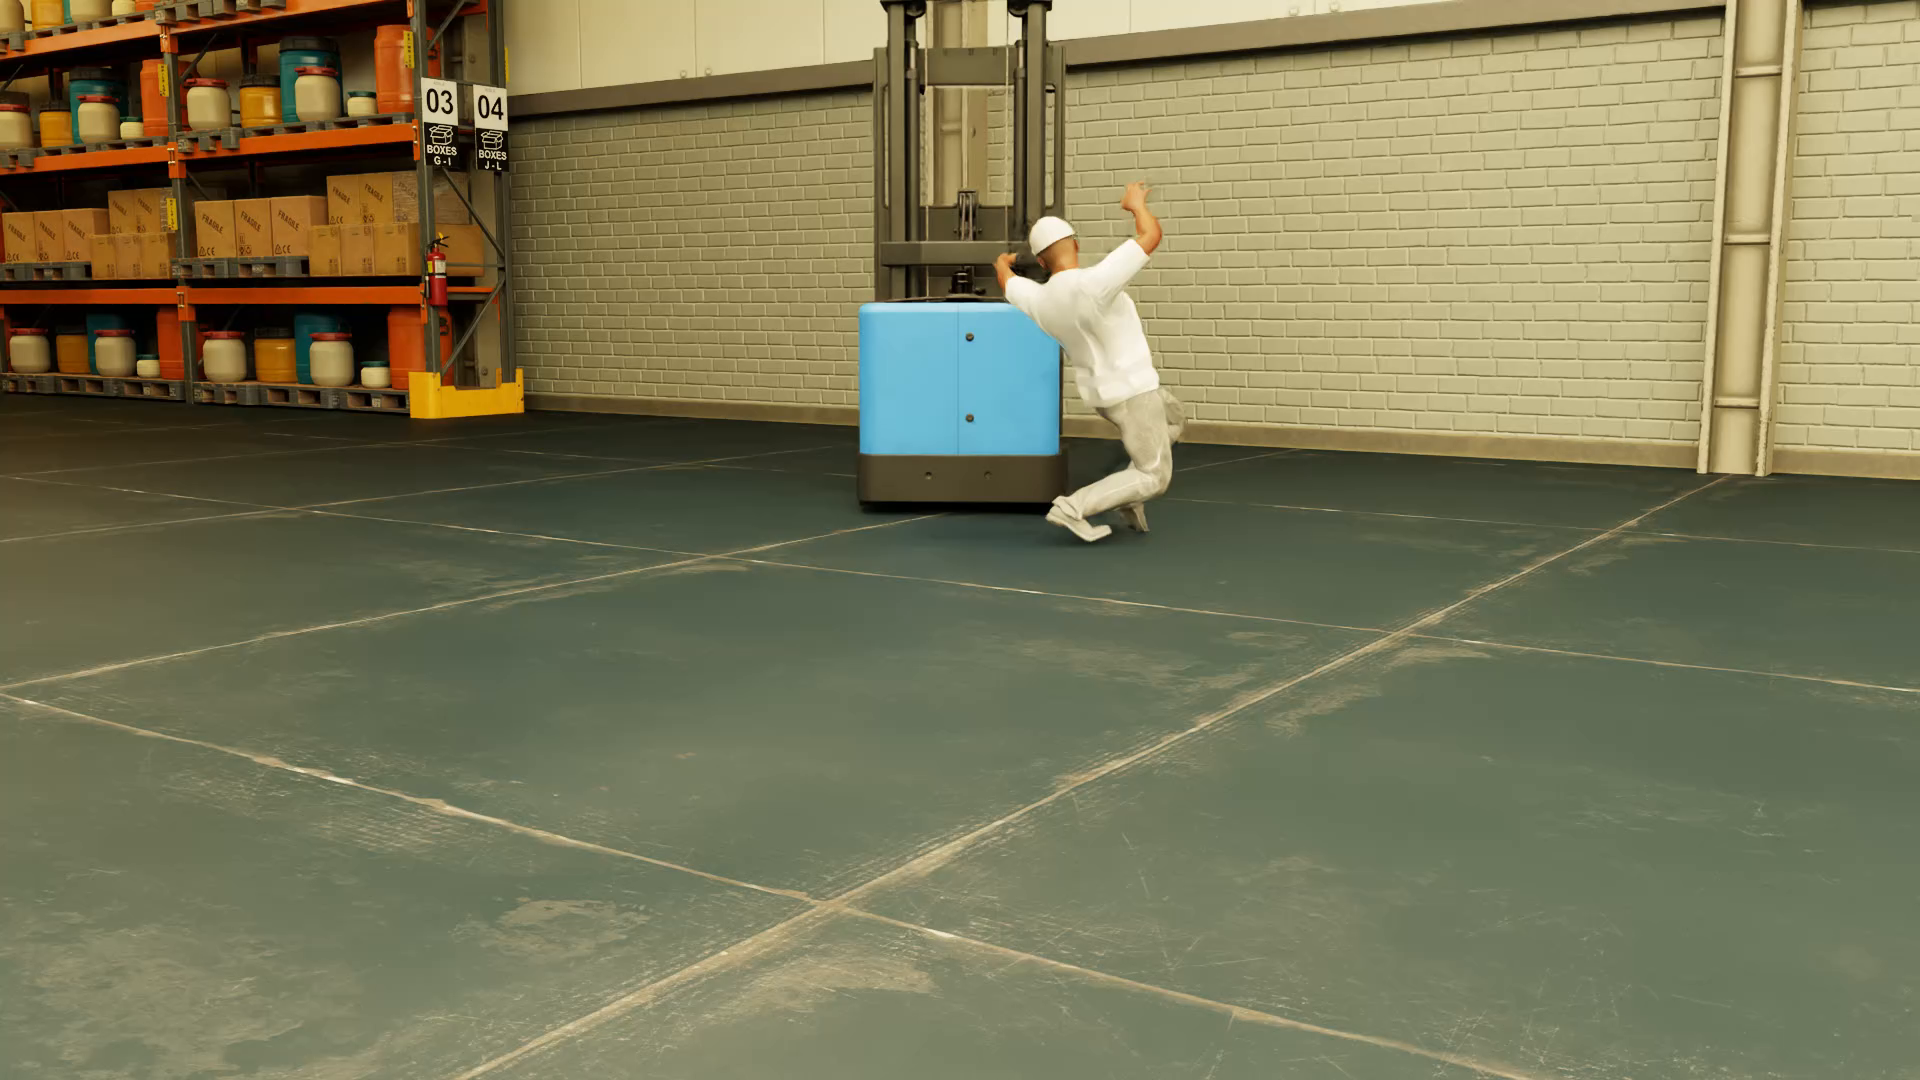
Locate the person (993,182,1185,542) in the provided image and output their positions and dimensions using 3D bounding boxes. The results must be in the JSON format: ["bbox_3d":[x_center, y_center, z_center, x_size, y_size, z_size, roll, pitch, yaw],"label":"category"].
[{"bbox_3d":[0.645,-0.821,7.761,0.841,1.640,1.156,-3,9,-19],"label":"person"}]

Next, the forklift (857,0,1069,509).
[{"bbox_3d":[0.066,-1.784,9.741,1.130,2.935,3.031,0,8,3],"label":"forklift"}]
